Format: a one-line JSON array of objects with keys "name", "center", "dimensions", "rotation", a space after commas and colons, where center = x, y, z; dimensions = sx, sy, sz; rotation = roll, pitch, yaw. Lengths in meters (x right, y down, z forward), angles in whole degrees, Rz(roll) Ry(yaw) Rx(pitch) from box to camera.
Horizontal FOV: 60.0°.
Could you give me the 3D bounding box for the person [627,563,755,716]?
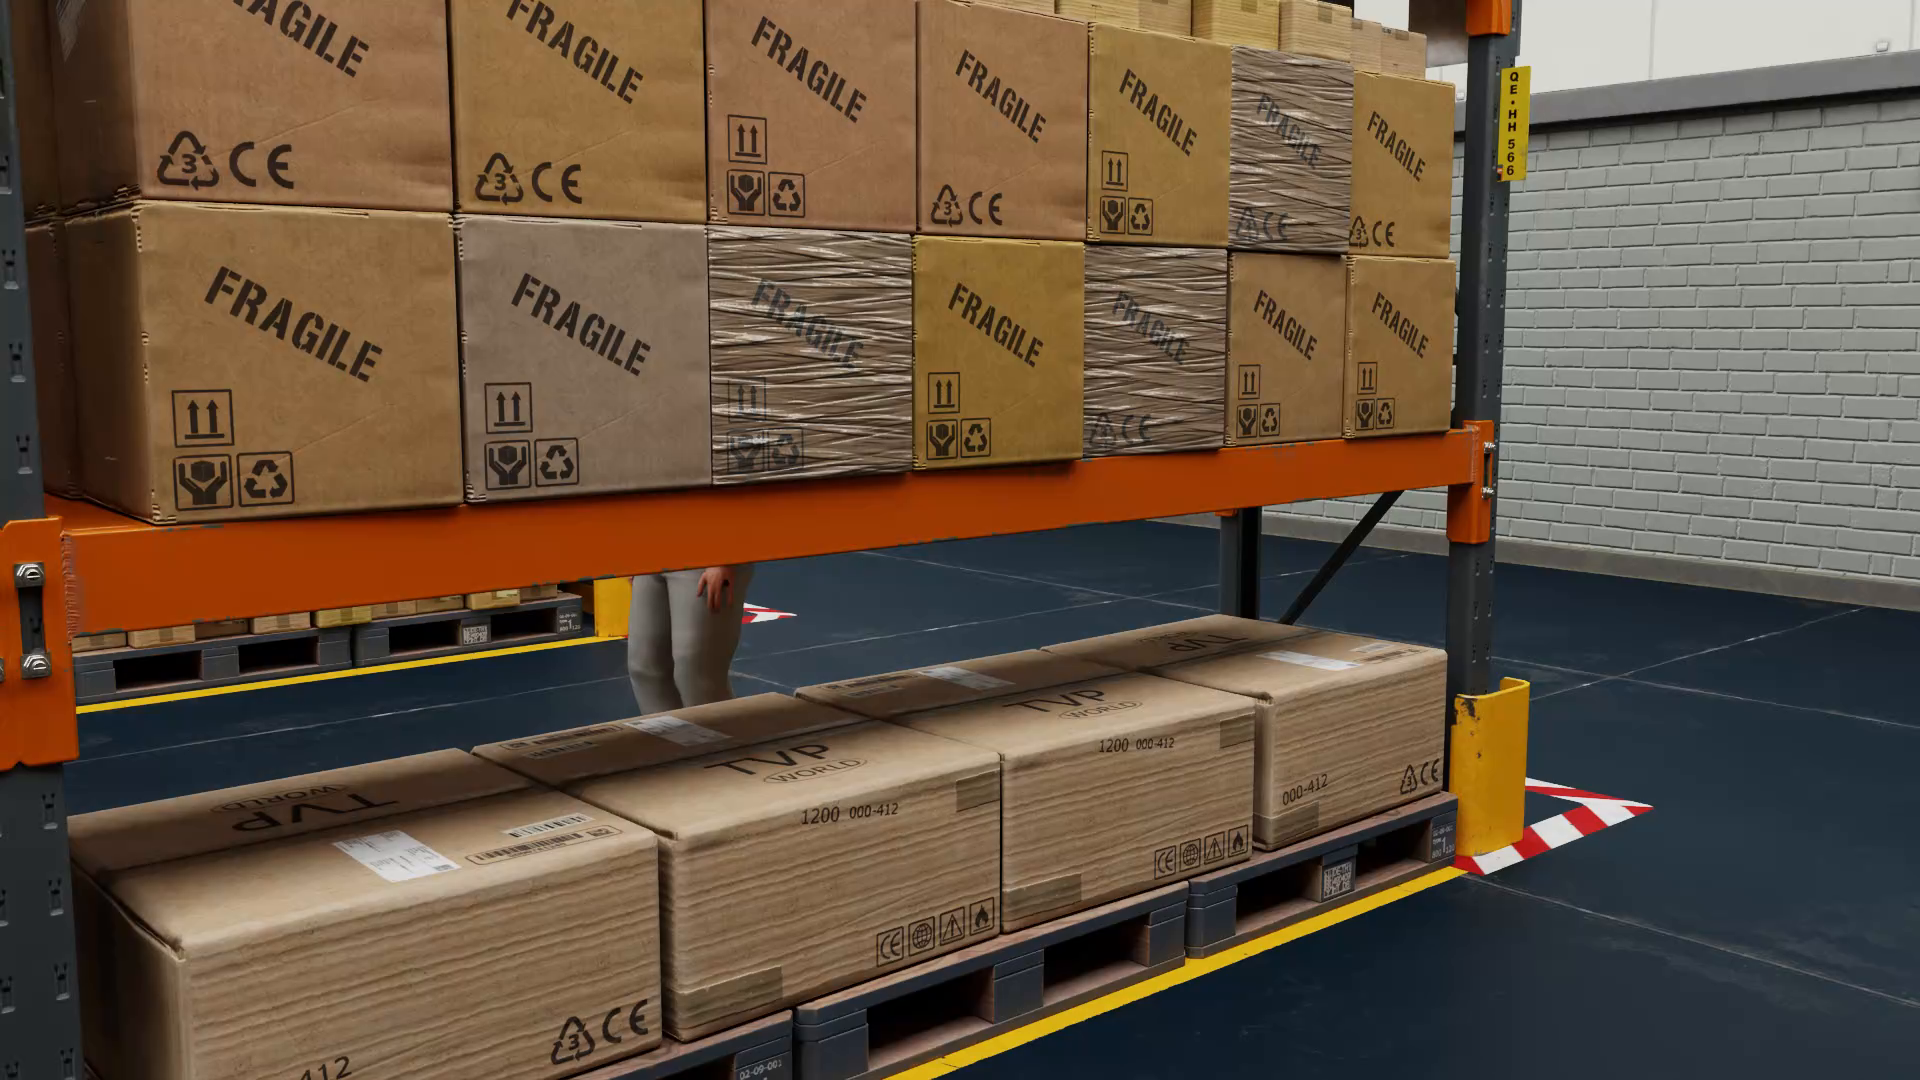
[{"name": "person", "center": [-0.874, 0.048, 5.381], "dimensions": [0.437, 1.747, 0.583], "rotation": [-7, 10, -42]}]
